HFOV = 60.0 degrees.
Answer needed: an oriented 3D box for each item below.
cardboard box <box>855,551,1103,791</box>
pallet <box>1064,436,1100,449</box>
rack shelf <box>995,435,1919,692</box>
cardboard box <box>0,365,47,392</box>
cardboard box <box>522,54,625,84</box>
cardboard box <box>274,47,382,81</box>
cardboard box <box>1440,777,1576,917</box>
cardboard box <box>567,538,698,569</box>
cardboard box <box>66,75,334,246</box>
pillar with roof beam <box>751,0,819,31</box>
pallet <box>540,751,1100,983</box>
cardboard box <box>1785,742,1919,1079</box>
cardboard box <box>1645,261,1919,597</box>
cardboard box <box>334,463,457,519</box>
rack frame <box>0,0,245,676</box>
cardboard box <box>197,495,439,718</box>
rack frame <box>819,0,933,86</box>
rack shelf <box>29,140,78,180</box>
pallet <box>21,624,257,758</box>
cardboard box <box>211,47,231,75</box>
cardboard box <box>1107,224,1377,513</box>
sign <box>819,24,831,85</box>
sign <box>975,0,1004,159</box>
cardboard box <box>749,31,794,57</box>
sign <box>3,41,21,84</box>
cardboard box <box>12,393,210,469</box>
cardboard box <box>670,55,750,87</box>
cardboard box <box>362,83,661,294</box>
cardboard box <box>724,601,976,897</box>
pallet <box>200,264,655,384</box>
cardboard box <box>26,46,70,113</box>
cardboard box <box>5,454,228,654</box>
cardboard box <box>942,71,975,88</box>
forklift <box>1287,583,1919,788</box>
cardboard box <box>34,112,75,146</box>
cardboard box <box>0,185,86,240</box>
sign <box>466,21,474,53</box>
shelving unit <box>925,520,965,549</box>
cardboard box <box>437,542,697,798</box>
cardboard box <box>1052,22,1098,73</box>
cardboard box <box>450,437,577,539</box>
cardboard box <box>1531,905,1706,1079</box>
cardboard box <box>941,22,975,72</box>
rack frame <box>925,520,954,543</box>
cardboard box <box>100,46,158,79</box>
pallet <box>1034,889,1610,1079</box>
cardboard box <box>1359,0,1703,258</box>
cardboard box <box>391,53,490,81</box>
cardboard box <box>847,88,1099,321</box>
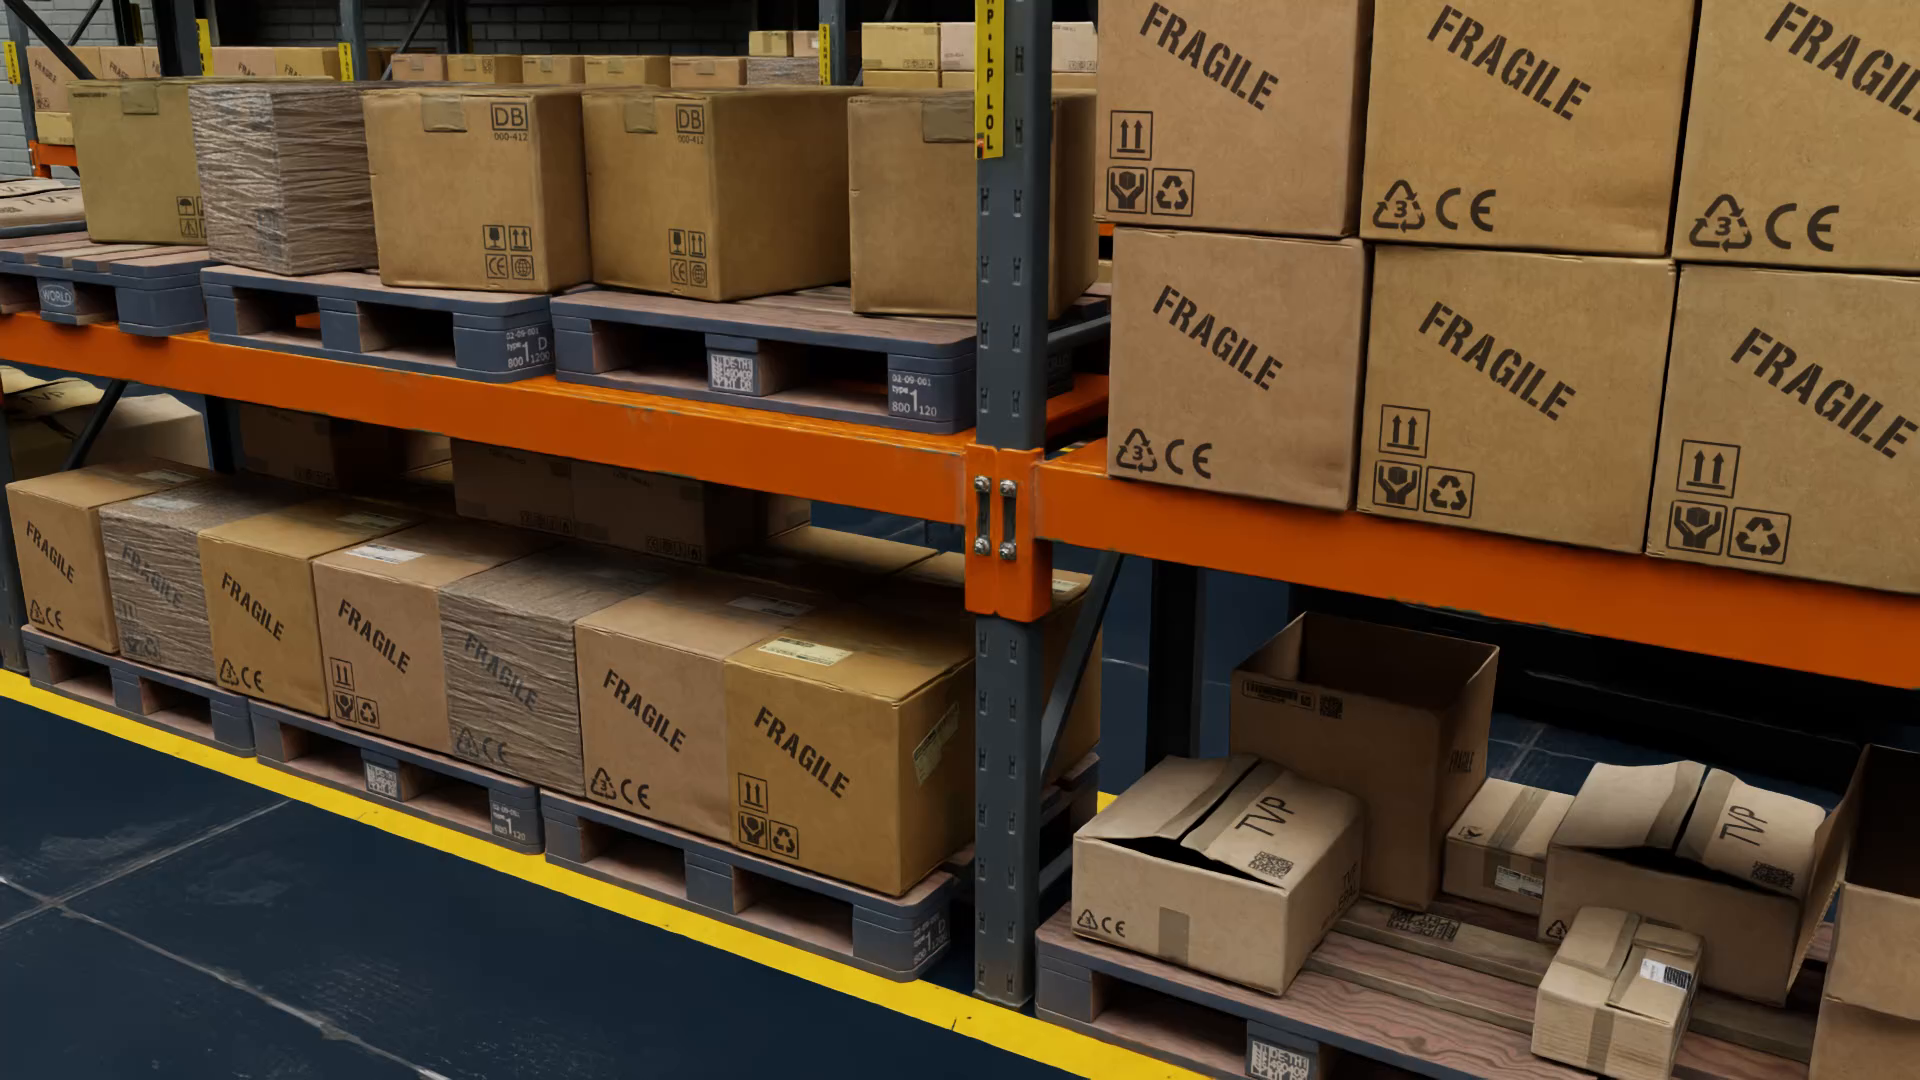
[{"bbox_3d":[0.059,0.367,4.554,0.500,0.500,0.500,9,19,28],"label":"cardboard box"},{"bbox_3d":[1.193,-0.661,9.195,1.213,0.211,1.003,10,20,30],"label":"pallet"},{"bbox_3d":[2.048,0.164,2.917,4.000,0.370,1.077,10,20,30],"label":"rack shelf"},{"bbox_3d":[-4.242,-0.555,7.089,0.500,0.311,0.500,10,19,29],"label":"cardboard box"},{"bbox_3d":[-2.418,-2.922,10.910,0.500,0.500,0.700,13,21,38],"label":"cardboard box"},{"bbox_3d":[-4.448,-3.220,11.755,0.500,0.500,0.500,10,20,30],"label":"cardboard box"},{"bbox_3d":[1.329,0.728,3.972,0.250,0.149,0.380,10,20,30],"label":"cardboard box"},{"bbox_3d":[-0.823,0.211,5.069,0.500,0.500,0.500,10,20,31],"label":"cardboard box"},{"bbox_3d":[-2.469,-1.273,5.518,0.500,0.500,0.700,4,17,12],"label":"cardboard box"},{"bbox_3d":[-3.383,-4.536,6.832,0.400,9.000,9.100,10,20,30],"label":"pillar with roof beam"},{"bbox_3d":[-0.369,0.736,4.596,1.213,0.211,1.003,10,20,30],"label":"pallet"},{"bbox_3d":[1.948,0.784,3.176,0.637,0.503,0.797,10,20,30],"label":"cardboard box"},{"bbox_3d":[1.499,-0.233,2.816,0.500,0.500,0.500,10,20,30],"label":"cardboard box"},{"bbox_3d":[-1.704,0.056,5.580,0.500,0.500,0.500,9,19,28],"label":"cardboard box"},{"bbox_3d":[-3.064,-1.093,5.817,0.127,3.000,1.000,10,20,30],"label":"rack frame"},{"bbox_3d":[-1.952,0.189,5.143,0.500,0.500,0.500,10,19,29],"label":"cardboard box"},{"bbox_3d":[-0.475,-2.320,9.858,0.127,3.000,1.000,10,20,30],"label":"rack frame"},{"bbox_3d":[-5.588,-2.888,12.967,4.000,0.370,1.077,10,20,30],"label":"rack shelf"},{"bbox_3d":[-2.448,0.365,5.818,1.213,0.211,1.003,10,20,30],"label":"pallet"},{"bbox_3d":[-5.300,-3.374,12.262,0.500,0.500,0.500,9,19,28],"label":"cardboard box"},{"bbox_3d":[0.636,-0.387,3.322,0.500,0.500,0.500,11,20,31],"label":"cardboard box"},{"bbox_3d":[-0.751,-2.700,9.254,0.005,0.325,0.100,10,20,30],"label":"sign"},{"bbox_3d":[0.057,-0.900,3.192,0.005,0.325,0.100,10,20,30],"label":"sign"},{"bbox_3d":[-1.067,-2.979,9.983,0.250,0.149,0.380,7,18,21],"label":"cardboard box"},{"bbox_3d":[-7.576,-3.817,13.296,0.005,0.325,0.100,10,20,30],"label":"sign"},{"bbox_3d":[-3.357,-0.399,6.576,0.500,0.311,0.500,11,20,32],"label":"cardboard box"},{"bbox_3d":[-1.371,-2.726,10.264,0.500,0.500,0.700,8,19,25],"label":"cardboard box"},{"bbox_3d":[-1.194,-0.986,4.573,0.500,0.500,0.700,5,18,16],"label":"cardboard box"},{"bbox_3d":[-0.226,0.497,4.127,0.500,0.500,0.500,10,20,30],"label":"cardboard box"},{"bbox_3d":[-1.405,-0.706,4.875,1.213,0.211,1.003,10,20,30],"label":"pallet"},{"bbox_3d":[-7.043,-3.686,13.290,0.500,0.500,0.500,10,20,30],"label":"cardboard box"},{"bbox_3d":[-2.826,0.033,5.656,0.500,0.500,0.500,11,20,32],"label":"cardboard box"},{"bbox_3d":[0.246,-2.301,9.076,0.500,0.500,0.500,11,20,32],"label":"cardboard box"},{"bbox_3d":[2.665,-0.840,5.102,3.031,2.935,1.130,12,21,34],"label":"forklift"},{"bbox_3d":[-7.043,-3.322,13.380,0.500,0.250,0.500,9,19,28],"label":"cardboard box"},{"bbox_3d":[-3.352,-1.116,6.048,0.500,0.311,0.500,12,20,33],"label":"cardboard box"},{"bbox_3d":[-3.596,-3.620,12.147,0.005,0.325,0.100,10,20,30],"label":"sign"},{"bbox_3d":[-0.012,-0.576,7.214,0.189,1.200,0.258,10,20,30],"label":"shelving unit"},{"bbox_3d":[-1.070,0.344,4.633,0.500,0.500,0.500,10,20,31],"label":"cardboard box"},{"bbox_3d":[0.663,-2.589,8.735,0.500,0.250,0.500,10,20,30],"label":"cardboard box"},{"bbox_3d":[-1.220,-0.220,5.197,0.500,0.250,0.500,10,19,29],"label":"cardboard box"},{"bbox_3d":[1.331,0.908,3.350,0.250,0.166,0.380,10,20,30],"label":"cardboard box"},{"bbox_3d":[0.235,-2.664,8.982,0.500,0.250,0.500,10,19,29],"label":"cardboard box"},{"bbox_3d":[-0.090,-0.590,7.260,0.006,1.200,0.240,10,20,30],"label":"rack frame"},{"bbox_3d":[-6.190,-3.529,12.770,0.500,0.500,0.500,9,19,28],"label":"cardboard box"},{"bbox_3d":[0.929,0.955,3.875,1.213,0.211,1.003,10,20,30],"label":"pallet"},{"bbox_3d":[1.038,-0.791,2.931,0.500,0.500,0.500,9,19,28],"label":"cardboard box"},{"bbox_3d":[-3.468,-3.101,11.500,0.500,0.500,0.700,10,20,30],"label":"cardboard box"},{"bbox_3d":[0.057,-0.860,4.158,0.500,0.500,0.700,4,17,12],"label":"cardboard box"}]
